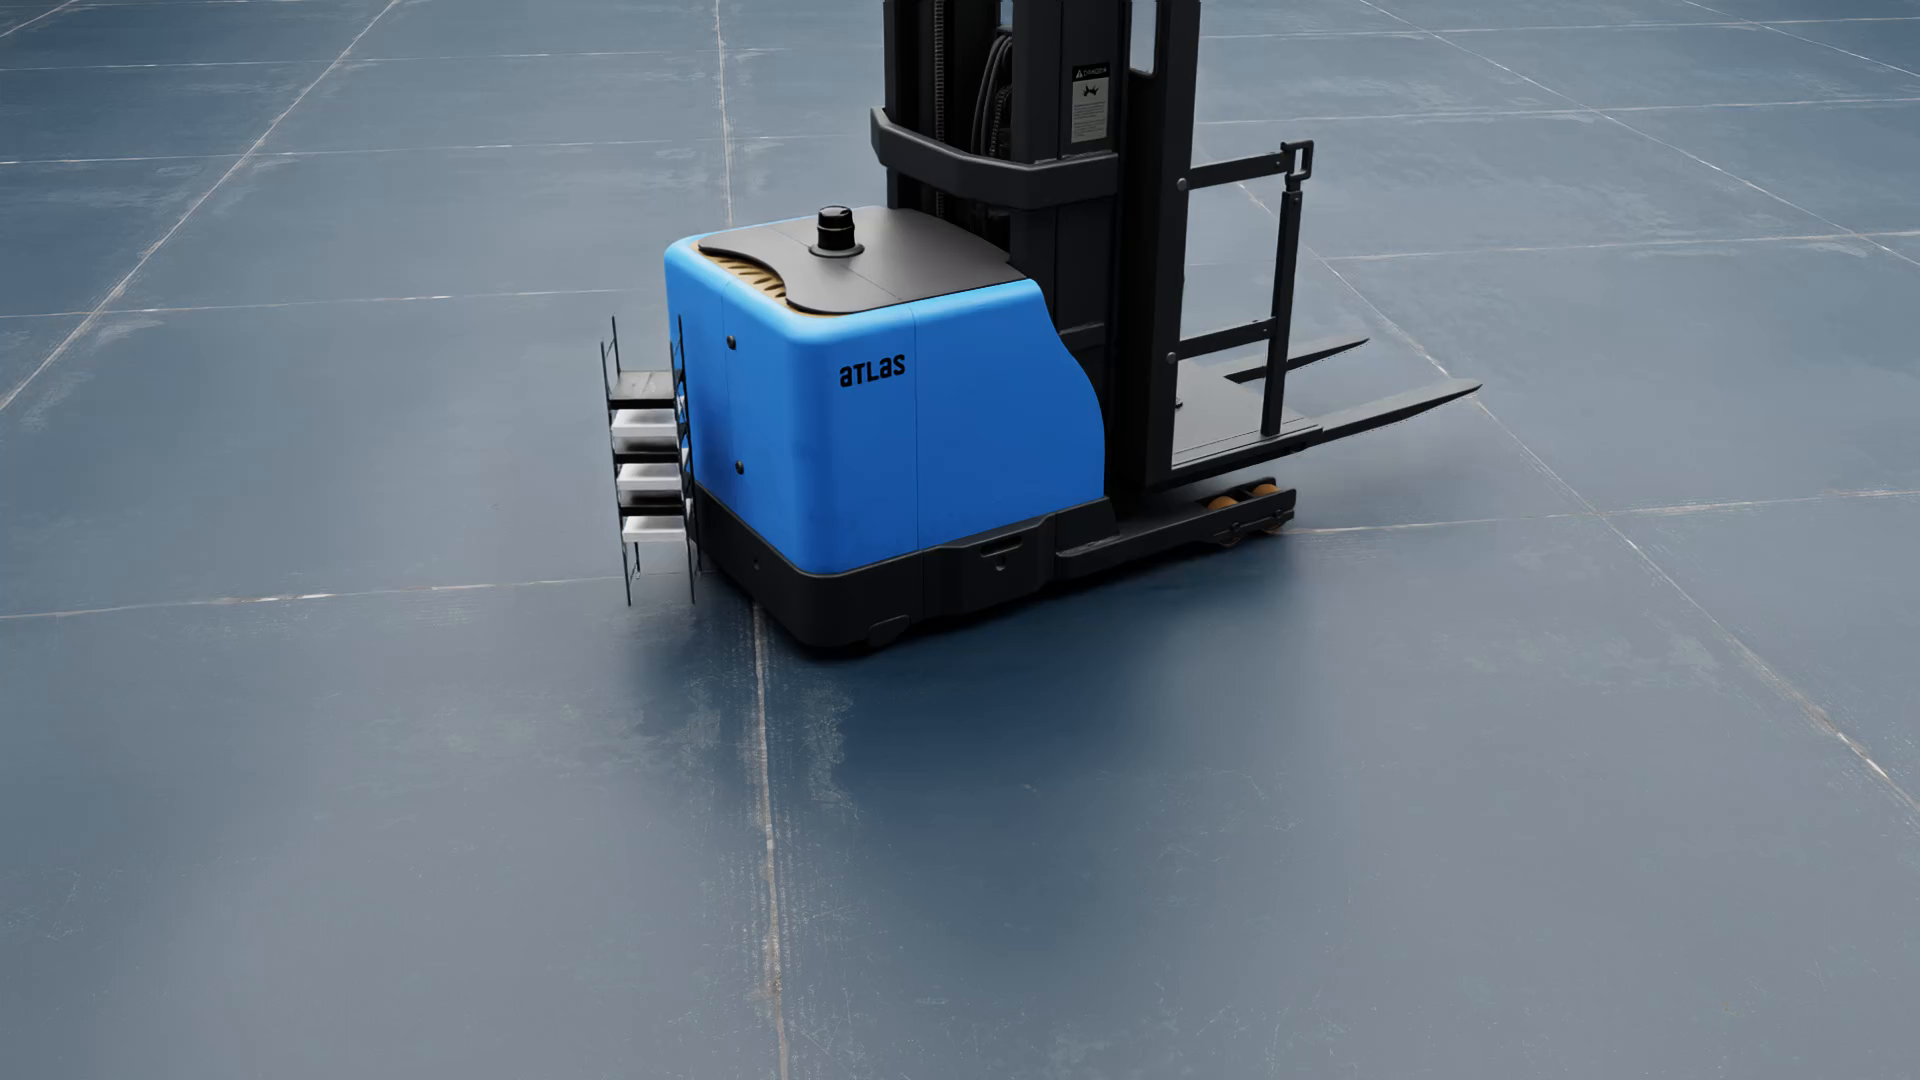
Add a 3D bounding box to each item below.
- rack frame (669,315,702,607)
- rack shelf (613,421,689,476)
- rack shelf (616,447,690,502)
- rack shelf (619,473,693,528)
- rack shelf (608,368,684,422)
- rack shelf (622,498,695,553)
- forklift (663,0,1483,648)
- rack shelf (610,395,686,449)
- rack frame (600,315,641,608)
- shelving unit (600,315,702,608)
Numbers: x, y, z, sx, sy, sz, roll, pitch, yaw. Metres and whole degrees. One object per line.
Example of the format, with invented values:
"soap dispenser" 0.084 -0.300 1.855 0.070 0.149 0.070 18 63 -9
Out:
"rack frame" -0.860 -0.241 5.232 0.006 0.900 0.240 -1 27 -2
"rack shelf" -0.962 -0.290 5.203 0.200 0.077 0.258 -1 27 -2
"rack shelf" -0.962 -0.210 5.245 0.200 0.077 0.258 -1 27 -2
"rack shelf" -0.962 -0.130 5.286 0.200 0.077 0.258 -1 27 -2
"rack shelf" -0.962 -0.450 5.120 0.200 0.077 0.258 -1 27 -2
"rack shelf" -0.962 -0.050 5.328 0.200 0.077 0.258 -1 27 -2
"forklift" 0.570 -1.471 5.406 3.031 2.935 1.130 -16 31 -28
"rack shelf" -0.962 -0.370 5.162 0.200 0.077 0.258 -1 27 -2
"rack frame" -1.064 -0.238 5.227 0.006 0.900 0.240 -1 27 -2
"shelving unit" -0.962 -0.239 5.229 0.210 0.900 0.258 -1 27 -2
